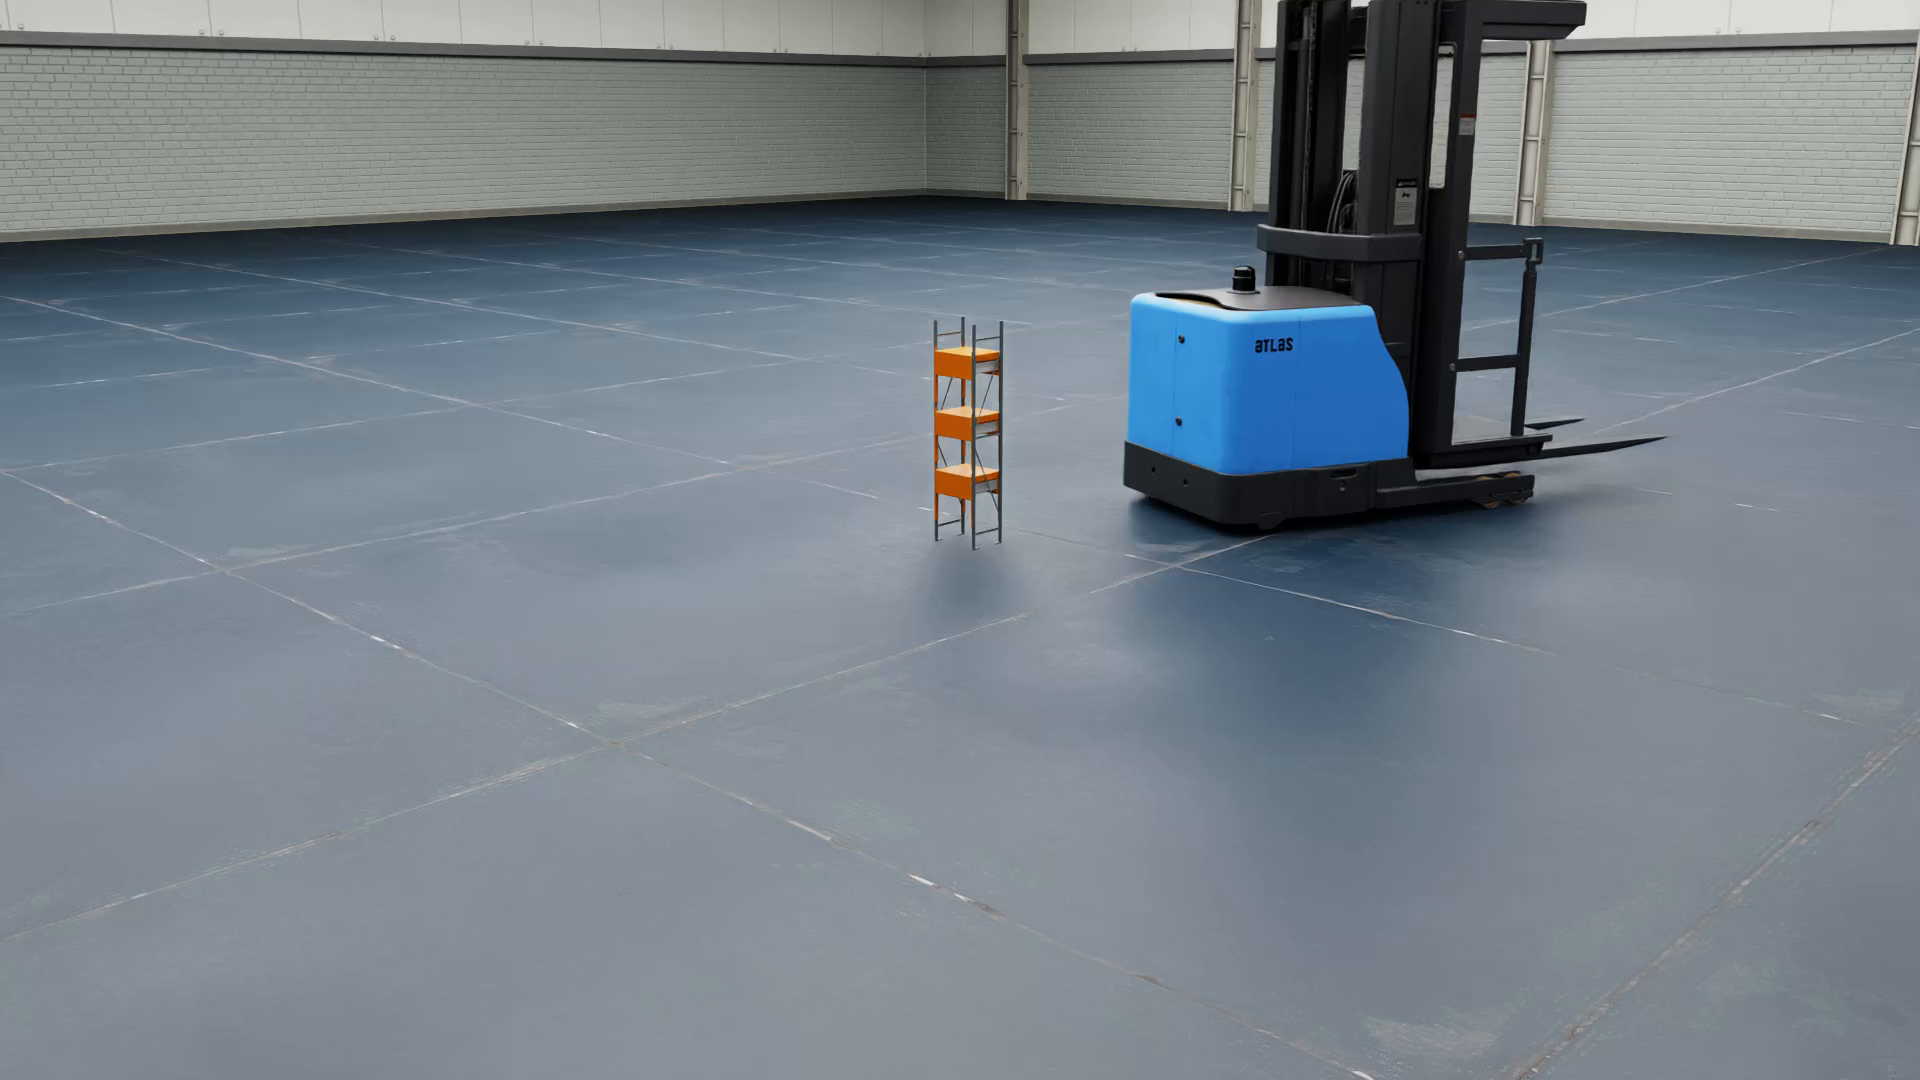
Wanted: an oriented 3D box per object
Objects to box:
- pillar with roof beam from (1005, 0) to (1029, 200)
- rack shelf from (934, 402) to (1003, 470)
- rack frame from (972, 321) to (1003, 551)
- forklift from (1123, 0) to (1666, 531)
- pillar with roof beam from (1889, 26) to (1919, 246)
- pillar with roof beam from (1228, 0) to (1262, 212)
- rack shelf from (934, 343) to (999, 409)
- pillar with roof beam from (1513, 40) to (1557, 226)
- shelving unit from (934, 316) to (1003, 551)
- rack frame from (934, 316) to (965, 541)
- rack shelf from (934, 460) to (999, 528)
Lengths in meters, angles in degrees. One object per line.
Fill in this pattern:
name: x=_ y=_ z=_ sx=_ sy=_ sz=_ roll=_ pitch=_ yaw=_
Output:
pillar with roof beam: x=-1.740 y=-11.158 z=32.908 sx=0.400 sy=9.000 sz=9.100 roll=14 pitch=20 yaw=42
rack shelf: x=0.039 y=-0.488 z=7.766 sx=0.240 sy=0.259 sz=0.215 roll=14 pitch=20 yaw=42
rack frame: x=0.126 y=-0.477 z=7.682 sx=0.008 sy=1.050 sz=0.200 roll=14 pitch=20 yaw=42
forklift: x=2.421 y=-1.693 z=8.618 sx=3.031 sy=2.935 sz=1.130 roll=-7 pitch=16 yaw=-24
pillar with roof beam: x=11.218 y=-8.008 z=20.818 sx=0.400 sy=9.000 sz=9.100 roll=14 pitch=20 yaw=42
pillar with roof beam: x=2.579 y=-10.108 z=28.878 sx=0.400 sy=9.000 sz=9.100 roll=14 pitch=20 yaw=42
rack shelf: x=0.039 y=-0.763 z=7.695 sx=0.240 sy=0.259 sz=0.215 roll=14 pitch=20 yaw=42
pillar with roof beam: x=6.899 y=-9.058 z=24.848 sx=0.400 sy=9.000 sz=9.100 roll=14 pitch=20 yaw=42
shelving unit: x=0.039 y=-0.499 z=7.764 sx=0.252 sy=1.050 sz=0.215 roll=14 pitch=20 yaw=42
rack frame: x=-0.049 y=-0.520 z=7.846 sx=0.008 sy=1.050 sz=0.200 roll=14 pitch=20 yaw=42
rack shelf: x=0.039 y=-0.219 z=7.837 sx=0.240 sy=0.259 sz=0.215 roll=14 pitch=20 yaw=42
